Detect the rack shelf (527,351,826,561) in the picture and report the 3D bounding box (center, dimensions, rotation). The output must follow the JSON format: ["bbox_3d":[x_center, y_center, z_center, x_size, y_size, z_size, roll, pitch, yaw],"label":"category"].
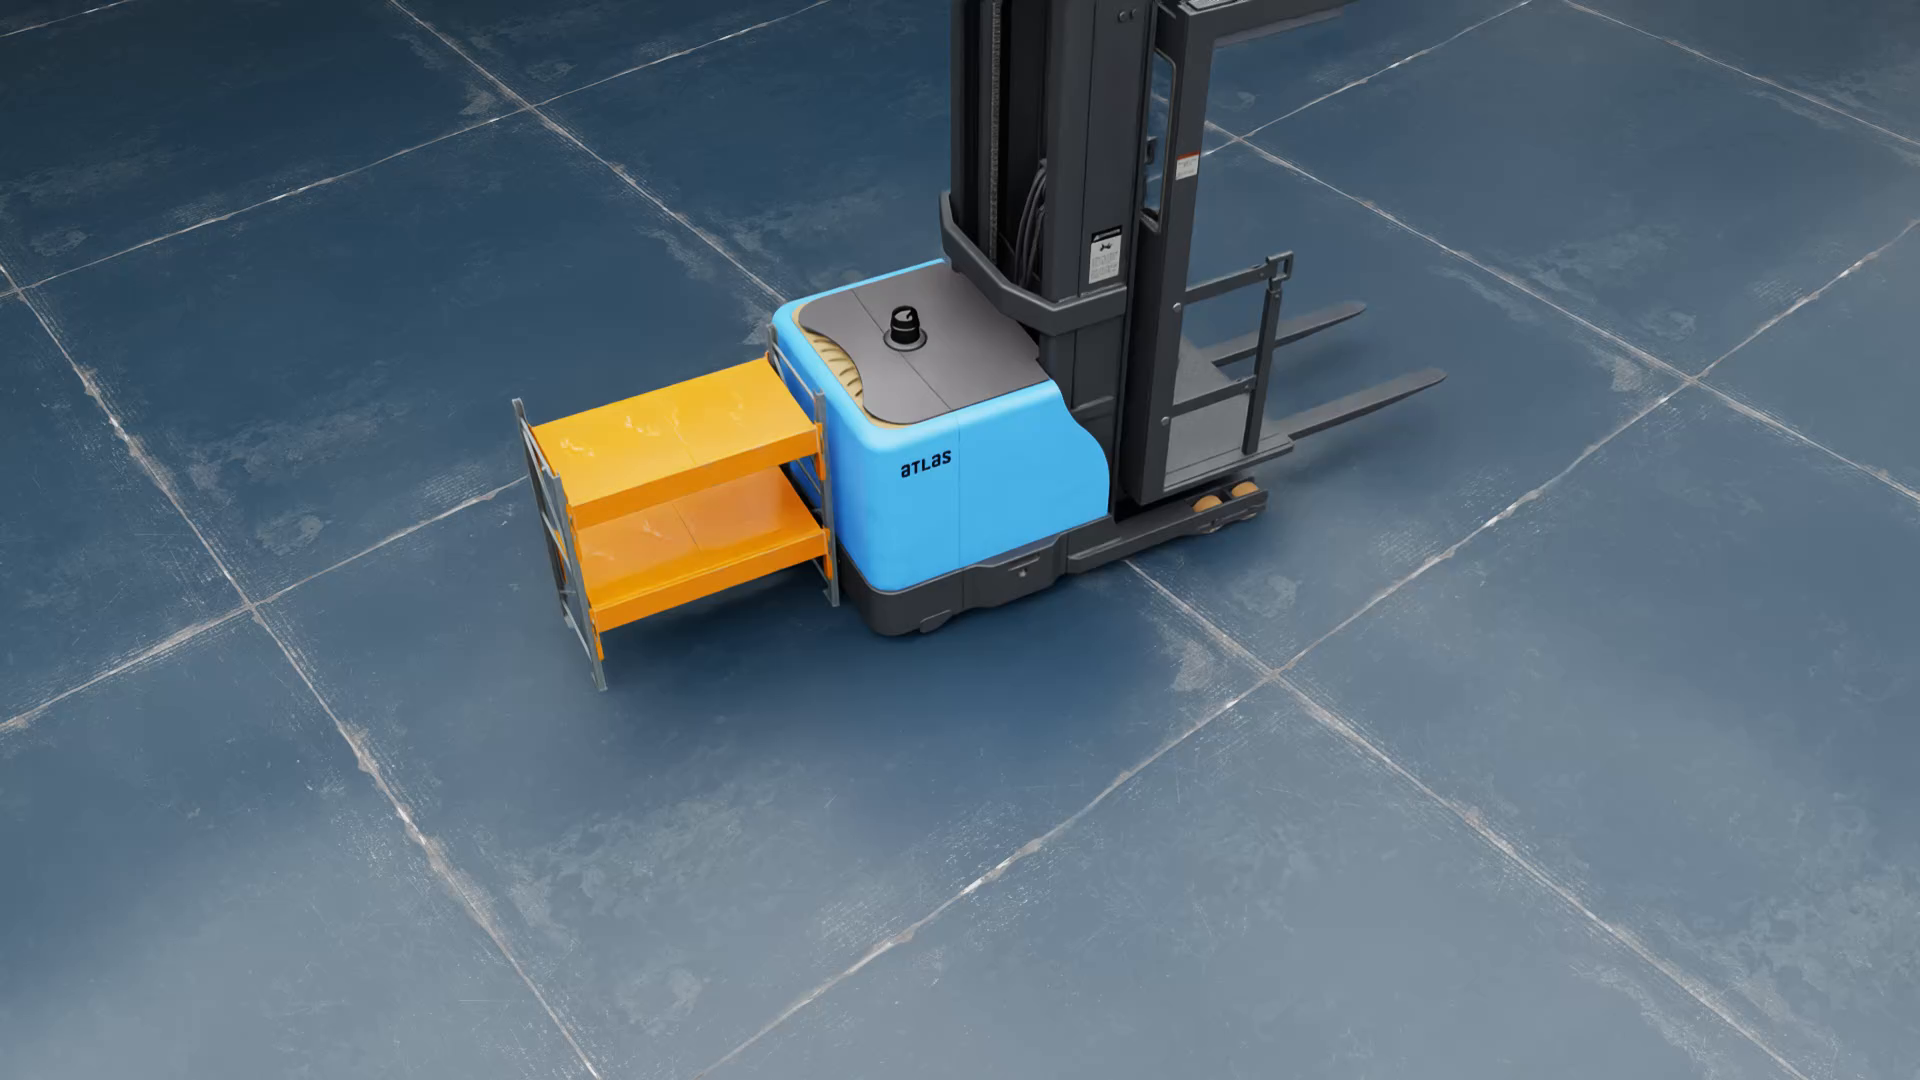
[{"bbox_3d":[-1.081,-0.336,6.358,1.000,0.278,0.538,-20,47,-20],"label":"rack shelf"}]

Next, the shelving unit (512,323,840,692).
[{"bbox_3d":[-1.081,-0.122,6.559,1.048,1.125,0.538,-20,47,-20],"label":"shelving unit"}]

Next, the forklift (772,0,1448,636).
[{"bbox_3d":[0.778,-1.399,6.599,3.031,2.935,1.130,-20,47,-20],"label":"forklift"}]

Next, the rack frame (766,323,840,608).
[{"bbox_3d":[-0.631,-0.283,6.730,0.032,1.125,0.500,-20,47,-20],"label":"rack frame"}]

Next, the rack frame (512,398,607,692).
[{"bbox_3d":[-1.532,0.039,6.387,0.032,1.125,0.500,-20,47,-20],"label":"rack frame"}]

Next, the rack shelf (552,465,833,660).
[{"bbox_3d":[-1.081,0.056,6.726,1.000,0.278,0.538,-20,47,-20],"label":"rack shelf"}]
